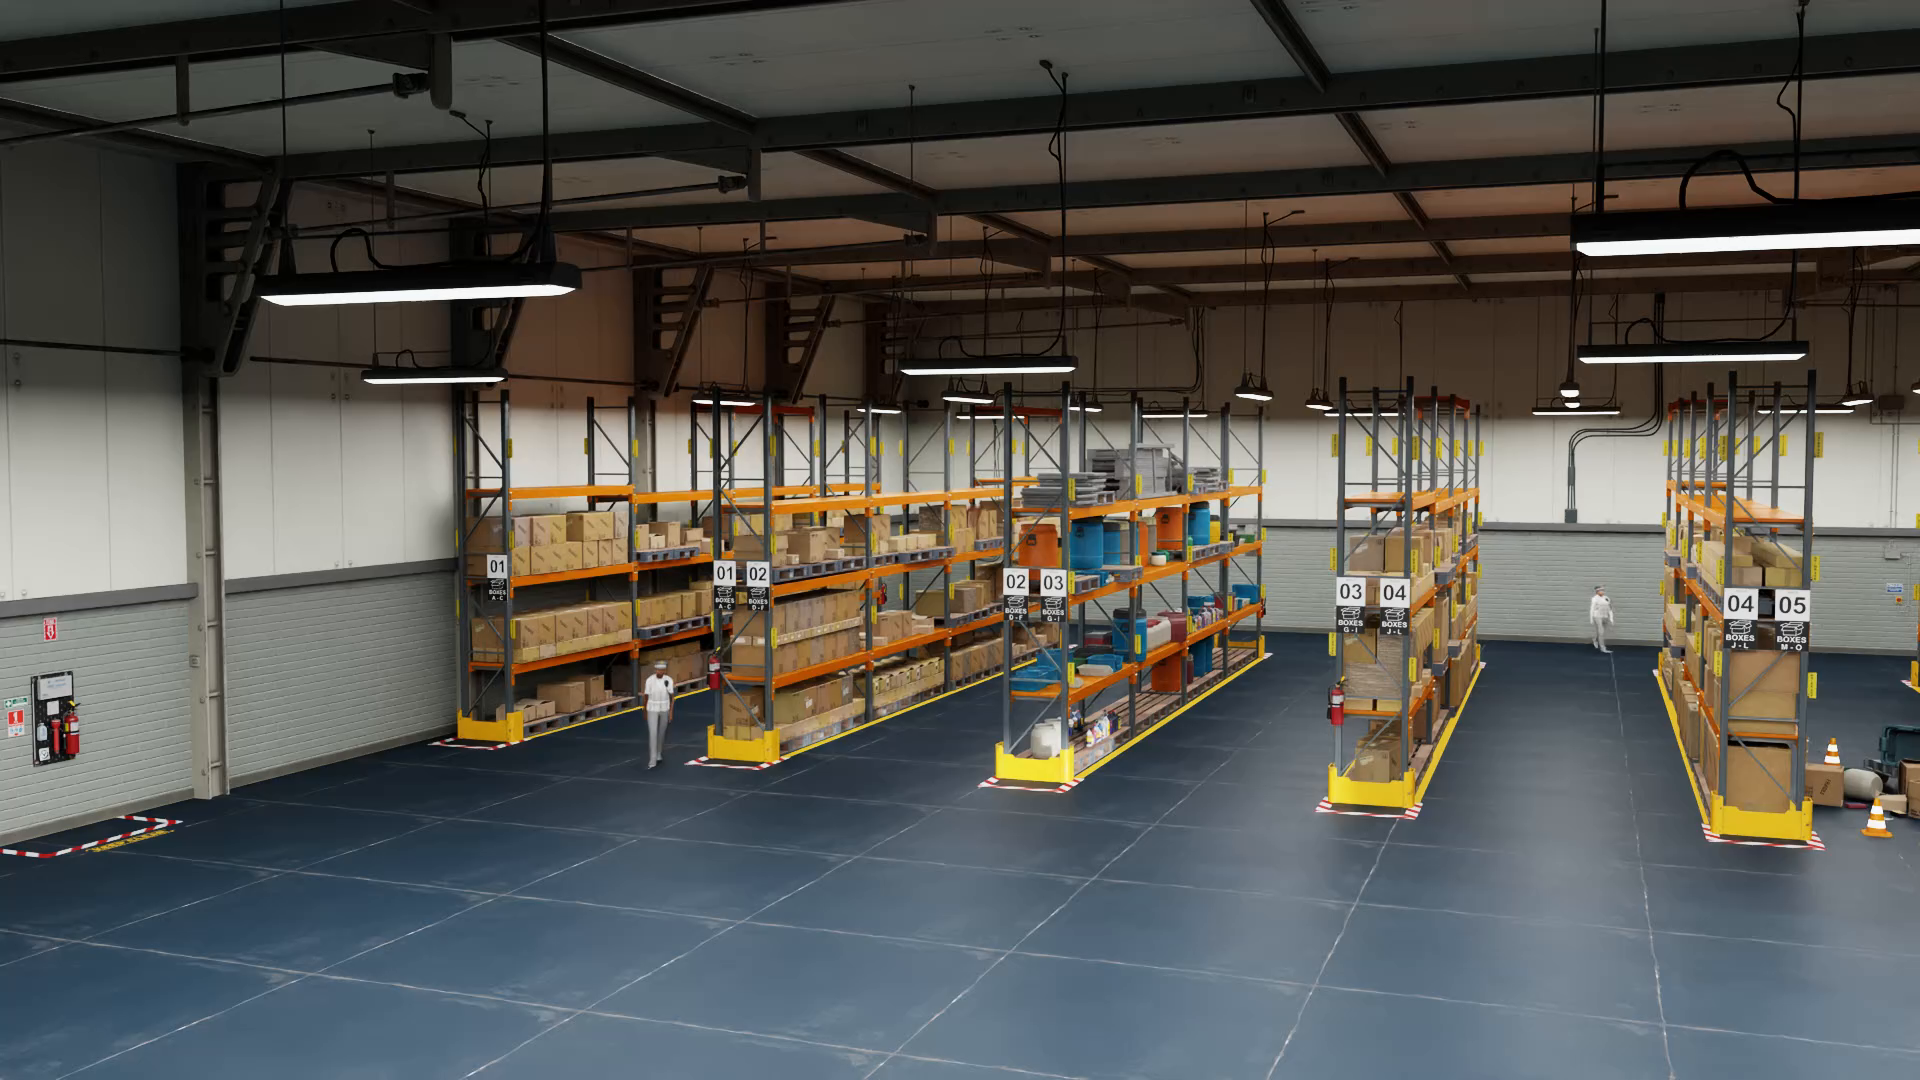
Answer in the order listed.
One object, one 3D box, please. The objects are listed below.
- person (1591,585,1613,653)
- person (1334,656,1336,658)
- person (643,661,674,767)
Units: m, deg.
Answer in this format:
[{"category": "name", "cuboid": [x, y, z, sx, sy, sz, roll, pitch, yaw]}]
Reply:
[{"category": "person", "cuboid": [15.756, 1.914, 40.885, 0.512, 1.663, 0.785, 0, 3, -9]}, {"category": "person", "cuboid": [8.000, 2.273, 34.183, 0.563, 1.614, 1.013, 2, 4, 31]}, {"category": "person", "cuboid": [-4.781, 2.714, 26.289, 0.526, 1.634, 0.872, -2, 4, -26]}]
